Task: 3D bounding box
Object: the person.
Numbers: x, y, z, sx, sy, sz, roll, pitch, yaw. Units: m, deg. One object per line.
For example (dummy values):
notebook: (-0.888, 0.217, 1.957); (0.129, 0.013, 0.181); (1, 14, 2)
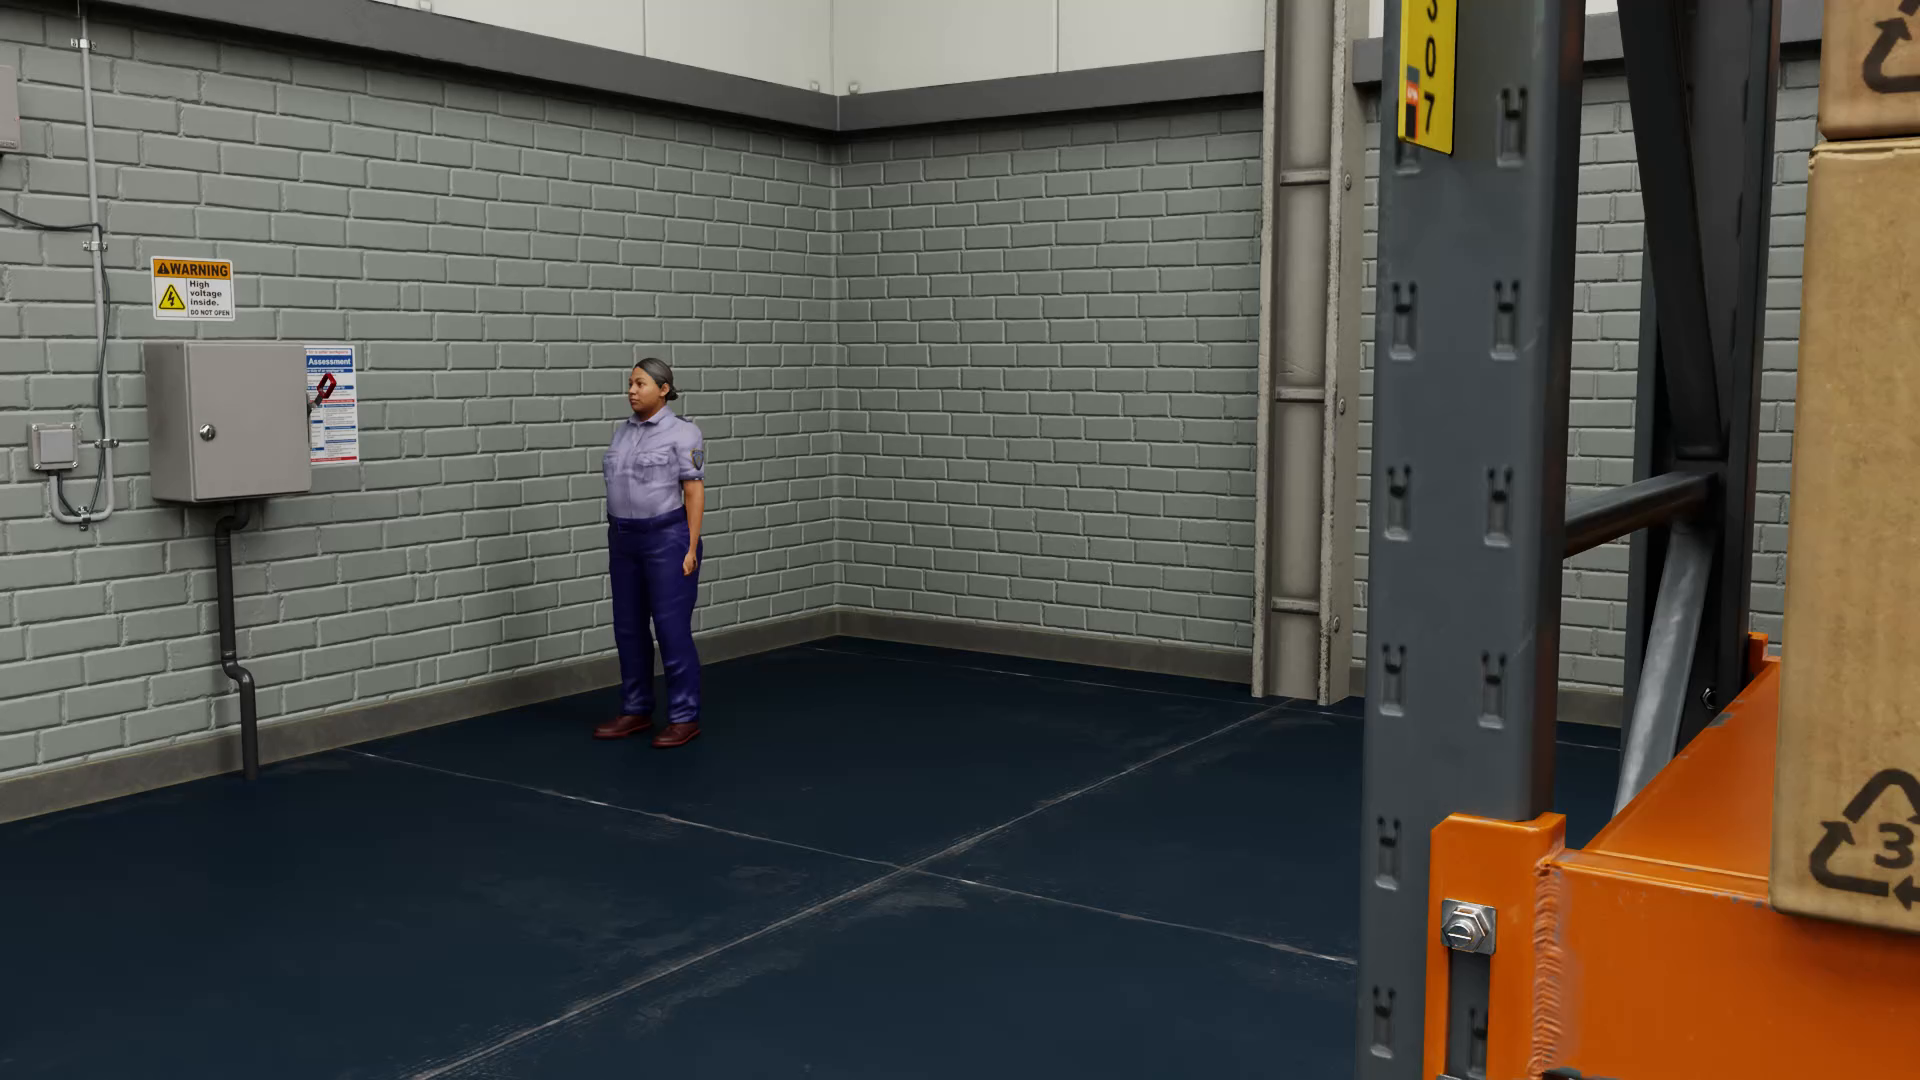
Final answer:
person: (-1.334, 0.053, 7.169); (0.481, 1.635, 0.347); (4, 7, 29)
